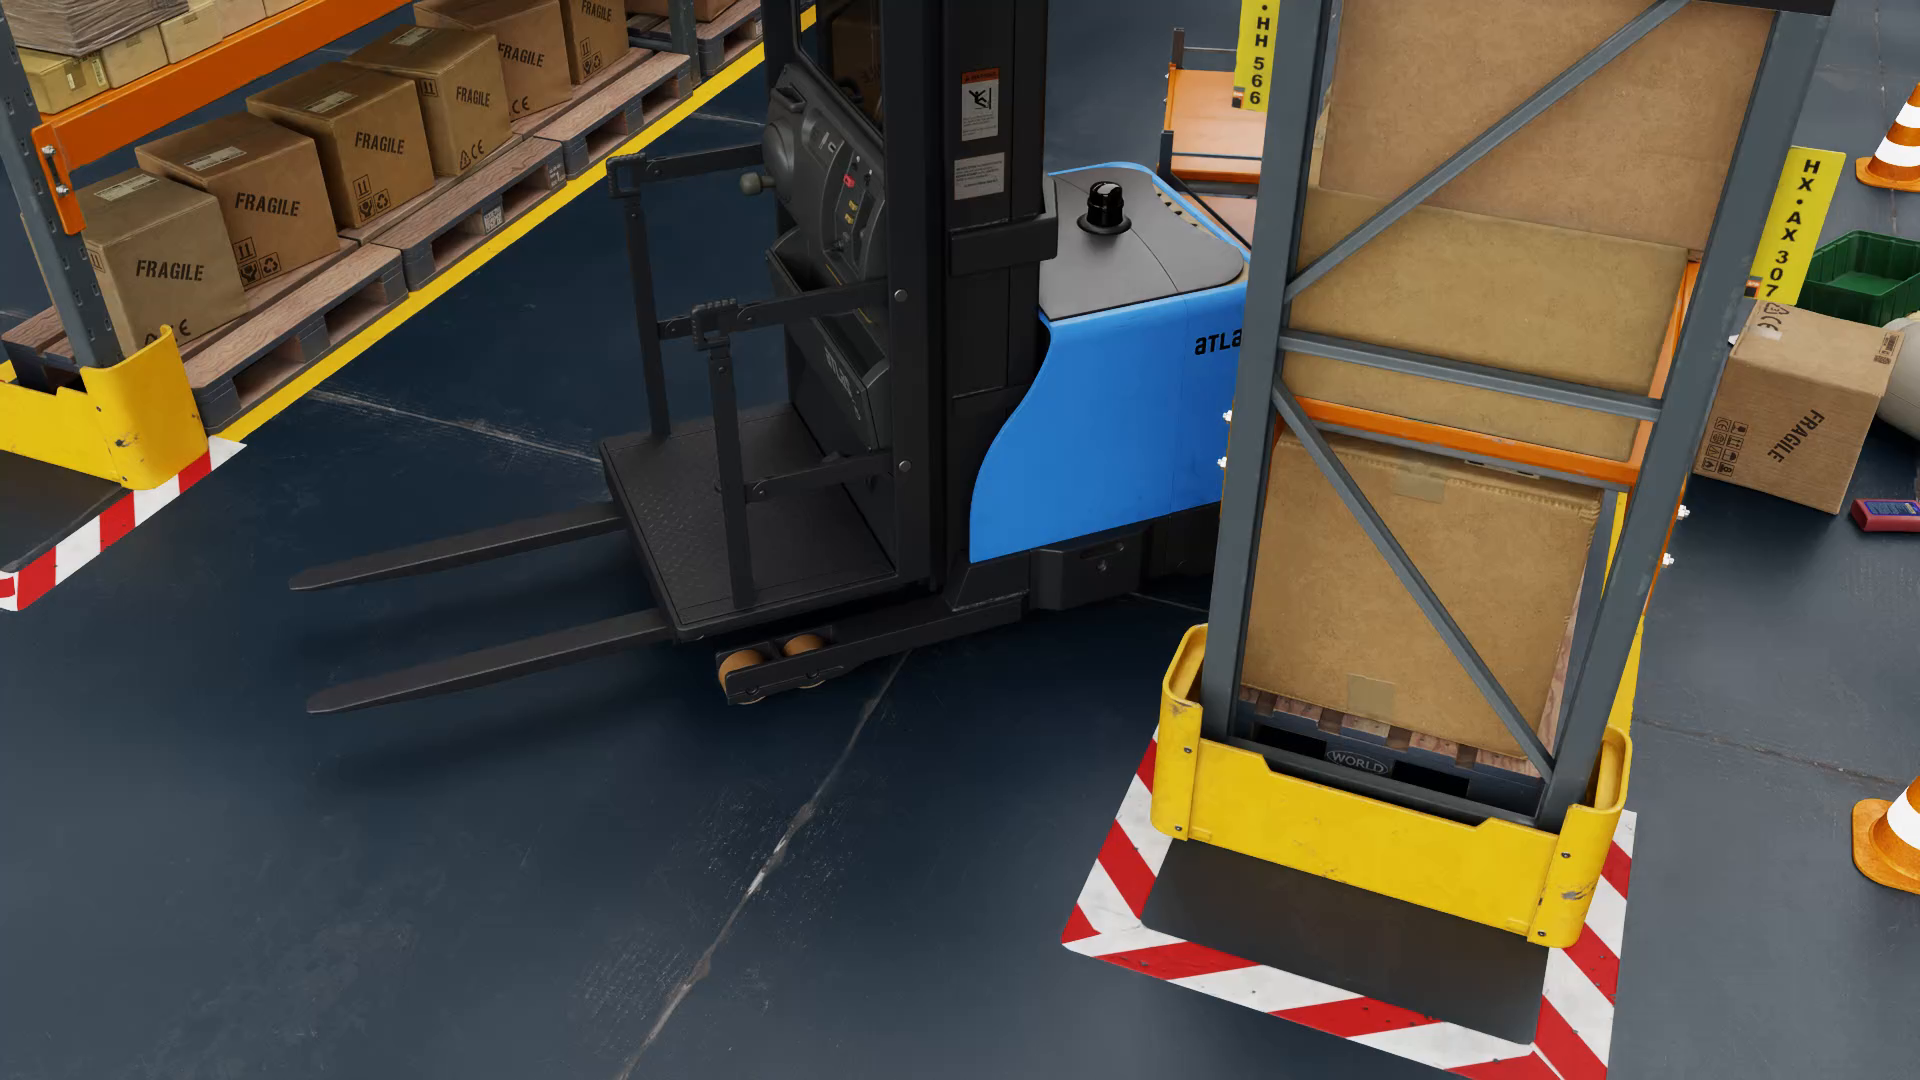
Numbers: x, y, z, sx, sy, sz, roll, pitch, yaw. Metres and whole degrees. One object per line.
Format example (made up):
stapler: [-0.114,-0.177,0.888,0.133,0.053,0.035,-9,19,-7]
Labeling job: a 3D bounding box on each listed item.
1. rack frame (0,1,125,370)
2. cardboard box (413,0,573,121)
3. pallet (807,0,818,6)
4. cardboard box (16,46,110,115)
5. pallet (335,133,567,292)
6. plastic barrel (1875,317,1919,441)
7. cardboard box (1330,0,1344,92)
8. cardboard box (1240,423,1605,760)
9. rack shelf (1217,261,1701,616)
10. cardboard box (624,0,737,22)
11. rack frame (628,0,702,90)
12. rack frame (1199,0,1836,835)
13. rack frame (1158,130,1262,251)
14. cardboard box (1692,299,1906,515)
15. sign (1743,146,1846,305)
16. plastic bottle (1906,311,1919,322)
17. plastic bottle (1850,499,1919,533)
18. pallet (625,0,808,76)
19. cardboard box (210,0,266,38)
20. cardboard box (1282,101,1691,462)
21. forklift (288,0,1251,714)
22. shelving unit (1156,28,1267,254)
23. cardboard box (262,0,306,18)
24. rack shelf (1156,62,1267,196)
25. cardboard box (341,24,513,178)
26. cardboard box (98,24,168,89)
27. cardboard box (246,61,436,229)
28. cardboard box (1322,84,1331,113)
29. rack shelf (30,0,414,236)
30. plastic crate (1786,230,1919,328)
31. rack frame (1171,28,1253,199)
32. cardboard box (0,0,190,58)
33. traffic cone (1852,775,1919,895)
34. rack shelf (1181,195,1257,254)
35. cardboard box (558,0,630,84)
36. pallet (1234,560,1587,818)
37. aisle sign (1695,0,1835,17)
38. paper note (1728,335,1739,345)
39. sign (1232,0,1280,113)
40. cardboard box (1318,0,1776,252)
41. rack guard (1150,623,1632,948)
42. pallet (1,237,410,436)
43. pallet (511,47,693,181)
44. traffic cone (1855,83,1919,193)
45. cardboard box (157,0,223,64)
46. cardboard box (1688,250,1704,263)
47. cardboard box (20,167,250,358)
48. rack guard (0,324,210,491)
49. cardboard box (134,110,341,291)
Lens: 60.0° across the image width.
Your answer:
rack frame: [-3.416,-1.554,5.323,1.000,3.000,0.127,14,39,18]
cardboard box: [-2.294,-2.404,8.198,0.500,0.500,0.500,27,45,32]
pallet: [-1.137,-3.761,10.605,1.003,0.211,1.213,14,39,18]
cardboard box: [-3.087,-1.556,5.537,0.380,0.149,0.250,14,39,18]
pallet: [-2.580,-1.594,7.706,1.003,0.211,1.213,14,39,18]
plastic barrel: [3.641,-0.573,6.163,0.421,0.421,0.512,-17,40,-22]
cardboard box: [1.433,-1.383,4.067,0.875,0.550,0.550,14,39,18]
cardboard box: [1.329,-0.075,4.769,0.875,0.875,0.875,14,39,18]
rack shelf: [1.893,-1.187,5.433,1.077,0.370,4.000,14,39,18]
cardboard box: [-1.641,-3.278,9.351,0.700,0.500,0.500,11,38,14]
rack frame: [-1.894,-3.768,8.286,1.000,3.000,0.127,14,39,18]
rack frame: [1.132,-0.368,3.737,1.000,3.000,0.127,14,39,18]
rack frame: [0.946,-0.945,6.074,0.500,1.125,0.032,5,37,7]
cardboard box: [3.012,-0.489,5.985,0.500,0.500,0.500,21,42,25]
sign: [1.643,-0.617,3.280,0.100,0.325,0.005,14,39,18]
plastic bottle: [3.945,-0.909,6.915,0.133,0.061,0.283,-5,37,-6]
plastic bottle: [3.285,-0.084,5.812,0.283,0.061,0.133,1,37,2]
pallet: [-1.600,-3.083,9.698,1.003,0.211,1.213,14,39,18]
cardboard box: [-2.790,-1.969,6.088,0.380,0.149,0.250,14,39,18]
cardboard box: [1.231,-0.644,3.980,0.875,0.550,0.550,14,39,18]
forklift: [-0.578,-1.032,4.683,3.031,2.935,1.130,-14,39,-18]
shelving unit: [1.020,-1.246,6.477,0.538,1.125,1.048,5,37,7]
cardboard box: [-2.688,-2.105,6.271,0.380,0.149,0.250,14,39,18]
rack shelf: [1.020,-1.480,6.302,0.538,0.278,1.000,5,37,7]
cardboard box: [-2.458,-2.042,7.714,0.500,0.500,0.500,11,38,14]
cardboard box: [-2.975,-1.691,5.716,0.380,0.149,0.250,14,39,18]
cardboard box: [-2.712,-1.744,7.314,0.500,0.500,0.500,18,40,22]
cardboard box: [1.420,-0.953,4.394,0.875,0.550,0.550,14,39,18]
rack shelf: [-2.655,-2.373,7.020,1.077,0.370,4.000,14,39,18]
plastic crate: [3.799,-1.085,6.996,0.662,0.188,0.450,-25,33,-29]
rack frame: [1.093,-1.547,6.880,0.500,1.125,0.032,5,37,7]
cardboard box: [-3.182,-2.011,5.603,0.875,0.500,0.500,14,39,18]
traffic cone: [2.647,0.678,4.457,0.336,0.463,0.334,14,39,18]
rack shelf: [1.020,-1.050,6.624,0.538,0.278,1.000,5,37,7]
cardboard box: [-2.084,-2.723,8.625,0.500,0.500,0.500,13,39,16]
pallet: [1.364,0.289,5.188,1.003,0.211,1.213,14,39,18]
aisle sign: [1.383,-1.301,2.814,0.394,0.787,0.004,14,39,18]
paper note: [3.236,-0.815,6.814,0.147,0.020,0.142,-11,38,-14]
sign: [0.636,-1.058,3.495,0.100,0.325,0.005,14,39,18]
cardboard box: [1.309,-1.057,3.631,0.875,0.550,0.550,14,39,18]
rack guard: [1.123,0.647,4.467,1.175,0.500,0.348,14,39,18]
pallet: [-3.046,-0.921,6.805,1.003,0.211,1.213,14,39,18]
pallet: [-2.117,-2.271,8.613,1.003,0.211,1.213,14,39,18]
traffic cone: [4.561,-1.965,7.992,0.336,0.463,0.334,14,39,18]
cardboard box: [-2.866,-1.826,5.897,0.380,0.149,0.250,14,39,18]
cardboard box: [1.750,-1.235,4.771,0.875,0.550,0.550,14,39,18]
cardboard box: [-3.163,-1.063,6.403,0.500,0.500,0.500,21,42,26]
rack guard: [-3.387,-0.594,6.128,1.175,0.500,0.348,14,39,18]
cardboard box: [-2.968,-1.401,6.856,0.500,0.500,0.500,25,43,29]
